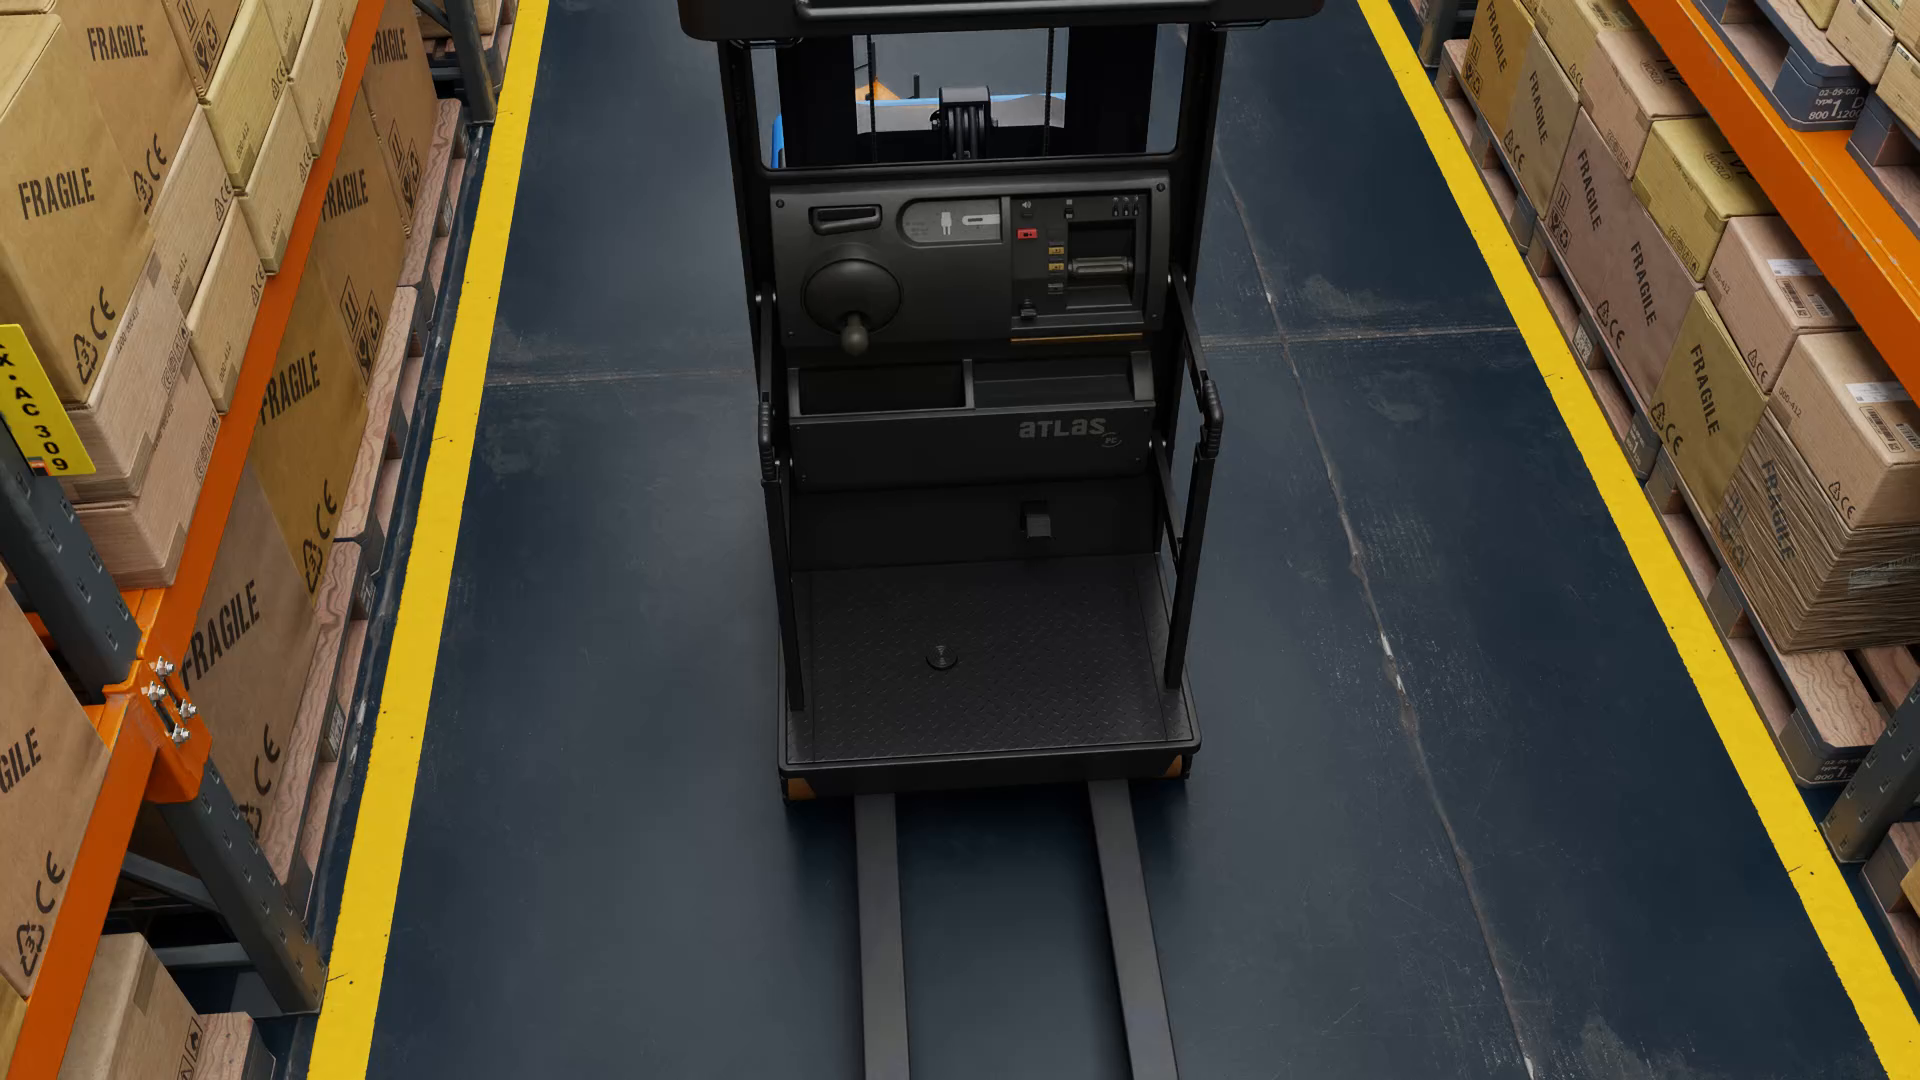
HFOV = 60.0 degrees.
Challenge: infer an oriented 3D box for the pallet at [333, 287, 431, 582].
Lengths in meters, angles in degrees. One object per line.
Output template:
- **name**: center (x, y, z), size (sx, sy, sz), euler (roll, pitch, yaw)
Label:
- **pallet**: center (-2.337, -0.345, 5.432), size (1.003, 0.211, 1.213), euler (-3, 47, -3)

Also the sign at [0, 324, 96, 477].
- **sign**: center (-1.539, -0.226, 2.747), size (0.100, 0.325, 0.005), euler (-3, 47, -3)

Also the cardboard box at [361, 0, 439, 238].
- **cardboard box**: center (-2.452, -1.669, 5.939), size (0.875, 0.875, 0.875), euler (-4, 47, -4)

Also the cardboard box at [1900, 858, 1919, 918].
- **cardboard box**: center (2.542, 0.879, 4.026), size (0.380, 0.149, 0.250), euler (-5, 47, -5)

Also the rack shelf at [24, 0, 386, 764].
- **rack shelf**: center (-2.260, -1.065, 4.689), size (1.077, 0.370, 4.000), euler (-3, 47, -3)

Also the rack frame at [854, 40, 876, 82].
- **rack frame**: center (-0.354, -1.192, 5.656), size (0.200, 1.050, 0.008), euler (-28, 53, -24)

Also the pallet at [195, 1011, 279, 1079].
- **pallet**: center (-2.106, 1.648, 3.544), size (1.003, 0.211, 1.213), euler (-3, 47, -3)

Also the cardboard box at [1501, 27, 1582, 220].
- **cardboard box**: center (2.348, -1.528, 6.063), size (0.500, 0.500, 0.500), euler (-3, 47, -3)

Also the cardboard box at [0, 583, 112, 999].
- **cardboard box**: center (-1.799, 0.420, 2.718), size (0.500, 0.500, 0.500), euler (-3, 47, -3)

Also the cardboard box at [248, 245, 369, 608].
- **cardboard box**: center (-2.307, -0.376, 4.715), size (0.875, 0.875, 0.875), euler (-2, 47, -2)

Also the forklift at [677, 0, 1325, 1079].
- **forklift**: center (0.046, -0.552, 3.754), size (1.130, 2.935, 3.031), euler (-3, 47, -3)

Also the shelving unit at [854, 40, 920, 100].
- **shelving unit**: center (-0.282, -1.121, 5.589), size (0.215, 1.050, 0.252), euler (-28, 53, -24)

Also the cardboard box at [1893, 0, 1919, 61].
- **cardboard box**: center (2.534, -1.244, 4.041), size (0.380, 0.149, 0.250), euler (-5, 47, -5)

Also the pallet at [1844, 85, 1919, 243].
- **pallet**: center (2.913, -0.736, 4.013), size (1.003, 0.211, 1.213), euler (-3, 47, -3)

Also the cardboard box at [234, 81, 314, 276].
- **cardboard box**: center (-1.938, -0.895, 4.135), size (0.500, 0.250, 0.500), euler (-4, 47, -4)

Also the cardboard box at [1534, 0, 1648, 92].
- **cardboard box**: center (2.356, -1.796, 5.801), size (0.500, 0.250, 0.500), euler (-4, 47, -4)

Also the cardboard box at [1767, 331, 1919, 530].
- **cardboard box**: center (2.518, -0.306, 4.390), size (0.500, 0.250, 0.500), euler (-5, 47, -4)

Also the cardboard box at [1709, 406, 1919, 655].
- **cardboard box**: center (2.519, -0.045, 4.659), size (0.500, 0.500, 0.500), euler (-4, 47, -4)

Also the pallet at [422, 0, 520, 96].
- **pallet**: center (-2.491, -2.366, 7.346), size (1.003, 0.211, 1.213), euler (-3, 47, -3)

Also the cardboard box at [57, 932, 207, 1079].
- **cardboard box**: center (-2.146, 1.332, 3.398), size (0.875, 0.438, 0.875), euler (-4, 47, -4)

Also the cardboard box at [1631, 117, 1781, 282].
- **cardboard box**: center (2.430, -1.060, 5.104), size (0.500, 0.250, 0.500), euler (-5, 47, -5)

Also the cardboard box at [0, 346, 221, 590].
- **cardboard box**: center (-1.866, -0.149, 3.428), size (0.500, 0.250, 0.500), euler (-4, 47, -4)

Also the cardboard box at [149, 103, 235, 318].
- **cardboard box**: center (-1.920, -0.697, 3.603), size (0.500, 0.250, 0.500), euler (-3, 47, -3)

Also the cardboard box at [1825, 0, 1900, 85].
- **cardboard box**: center (2.511, -1.324, 4.322), size (0.380, 0.149, 0.250), euler (-5, 47, -5)

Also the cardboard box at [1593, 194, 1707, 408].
- **cardboard box**: center (2.438, -0.787, 5.362), size (0.500, 0.500, 0.500), euler (-4, 47, -4)

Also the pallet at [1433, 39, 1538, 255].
- **pallet**: center (2.561, -1.610, 6.629), size (1.003, 0.211, 1.213), euler (-3, 47, -3)

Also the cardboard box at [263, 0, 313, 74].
- **cardboard box**: center (-1.980, -1.430, 4.297), size (0.500, 0.250, 0.500), euler (-5, 47, -4)

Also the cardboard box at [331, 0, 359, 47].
- **cardboard box**: center (-2.041, -1.624, 4.826), size (0.500, 0.250, 0.500), euler (-4, 47, -4)

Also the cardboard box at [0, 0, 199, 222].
- **cardboard box**: center (-1.913, -0.946, 3.323), size (0.500, 0.500, 0.500), euler (-4, 47, -4)

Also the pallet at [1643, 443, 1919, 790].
- **pallet**: center (2.765, 0.156, 4.957), size (1.003, 0.211, 1.213), euler (-3, 47, -3)

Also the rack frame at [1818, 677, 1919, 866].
- **rack frame**: center (2.832, -0.240, 3.411), size (1.000, 3.000, 0.127), euler (-3, 47, -3)

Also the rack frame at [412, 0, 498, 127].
- **rack frame**: center (-2.427, -2.760, 5.798), size (1.000, 3.000, 0.127), euler (-3, 47, -3)
